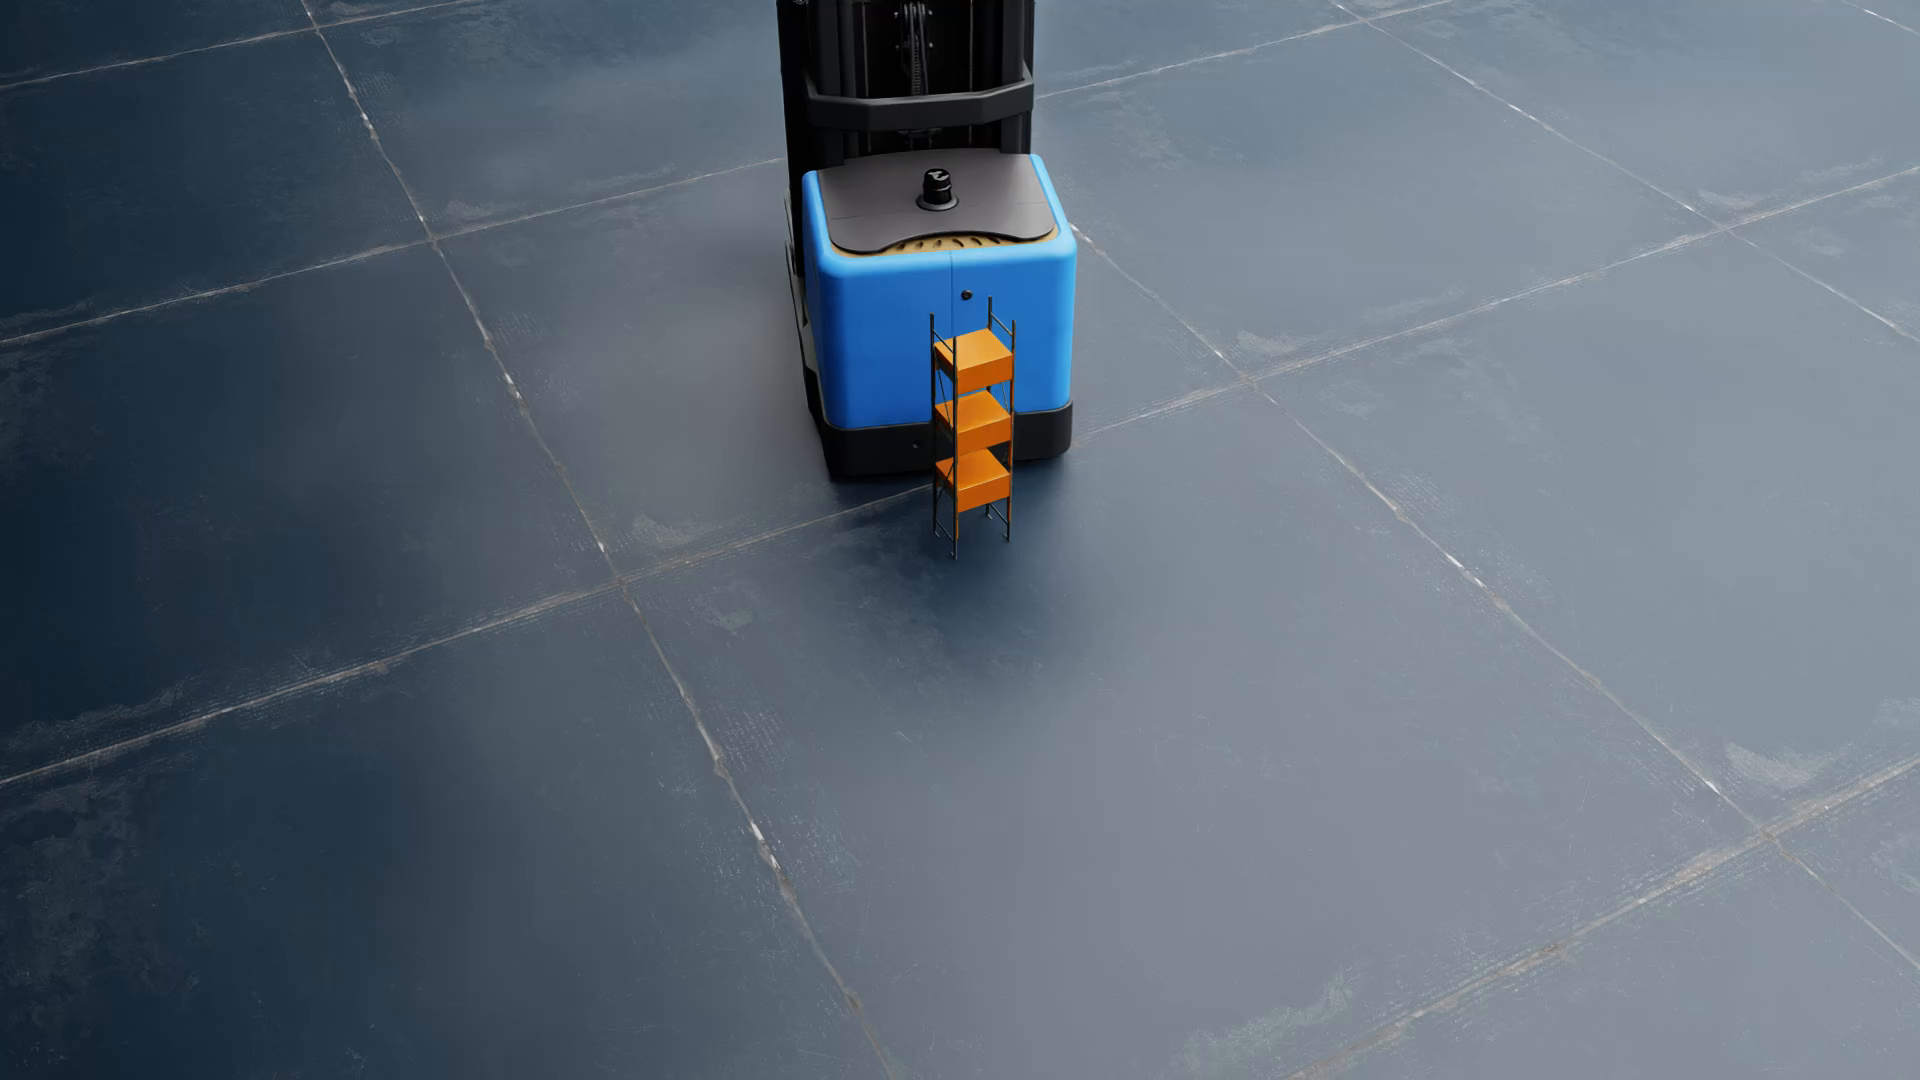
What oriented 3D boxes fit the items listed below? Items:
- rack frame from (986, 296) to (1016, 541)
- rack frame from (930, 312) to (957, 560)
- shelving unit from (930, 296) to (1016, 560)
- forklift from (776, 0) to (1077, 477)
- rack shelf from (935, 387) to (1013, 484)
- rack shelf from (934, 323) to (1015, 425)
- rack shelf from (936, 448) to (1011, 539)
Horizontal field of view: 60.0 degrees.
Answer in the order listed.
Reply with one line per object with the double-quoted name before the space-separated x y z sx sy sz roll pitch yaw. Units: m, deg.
"rack frame" 0.156 -0.453 6.473 0.008 1.050 0.200 -19 44 -21
"rack frame" -0.061 -0.380 6.387 0.008 1.050 0.200 -19 44 -21
"shelving unit" 0.047 -0.417 6.430 0.252 1.050 0.215 -19 44 -21
"forklift" -0.266 -2.338 7.243 1.130 2.935 3.031 -6 41 -7
"rack shelf" 0.047 -0.409 6.437 0.240 0.259 0.215 -19 44 -21
"rack shelf" 0.047 -0.625 6.253 0.240 0.259 0.215 -19 44 -21
"rack shelf" 0.047 -0.196 6.616 0.240 0.259 0.215 -19 44 -21
